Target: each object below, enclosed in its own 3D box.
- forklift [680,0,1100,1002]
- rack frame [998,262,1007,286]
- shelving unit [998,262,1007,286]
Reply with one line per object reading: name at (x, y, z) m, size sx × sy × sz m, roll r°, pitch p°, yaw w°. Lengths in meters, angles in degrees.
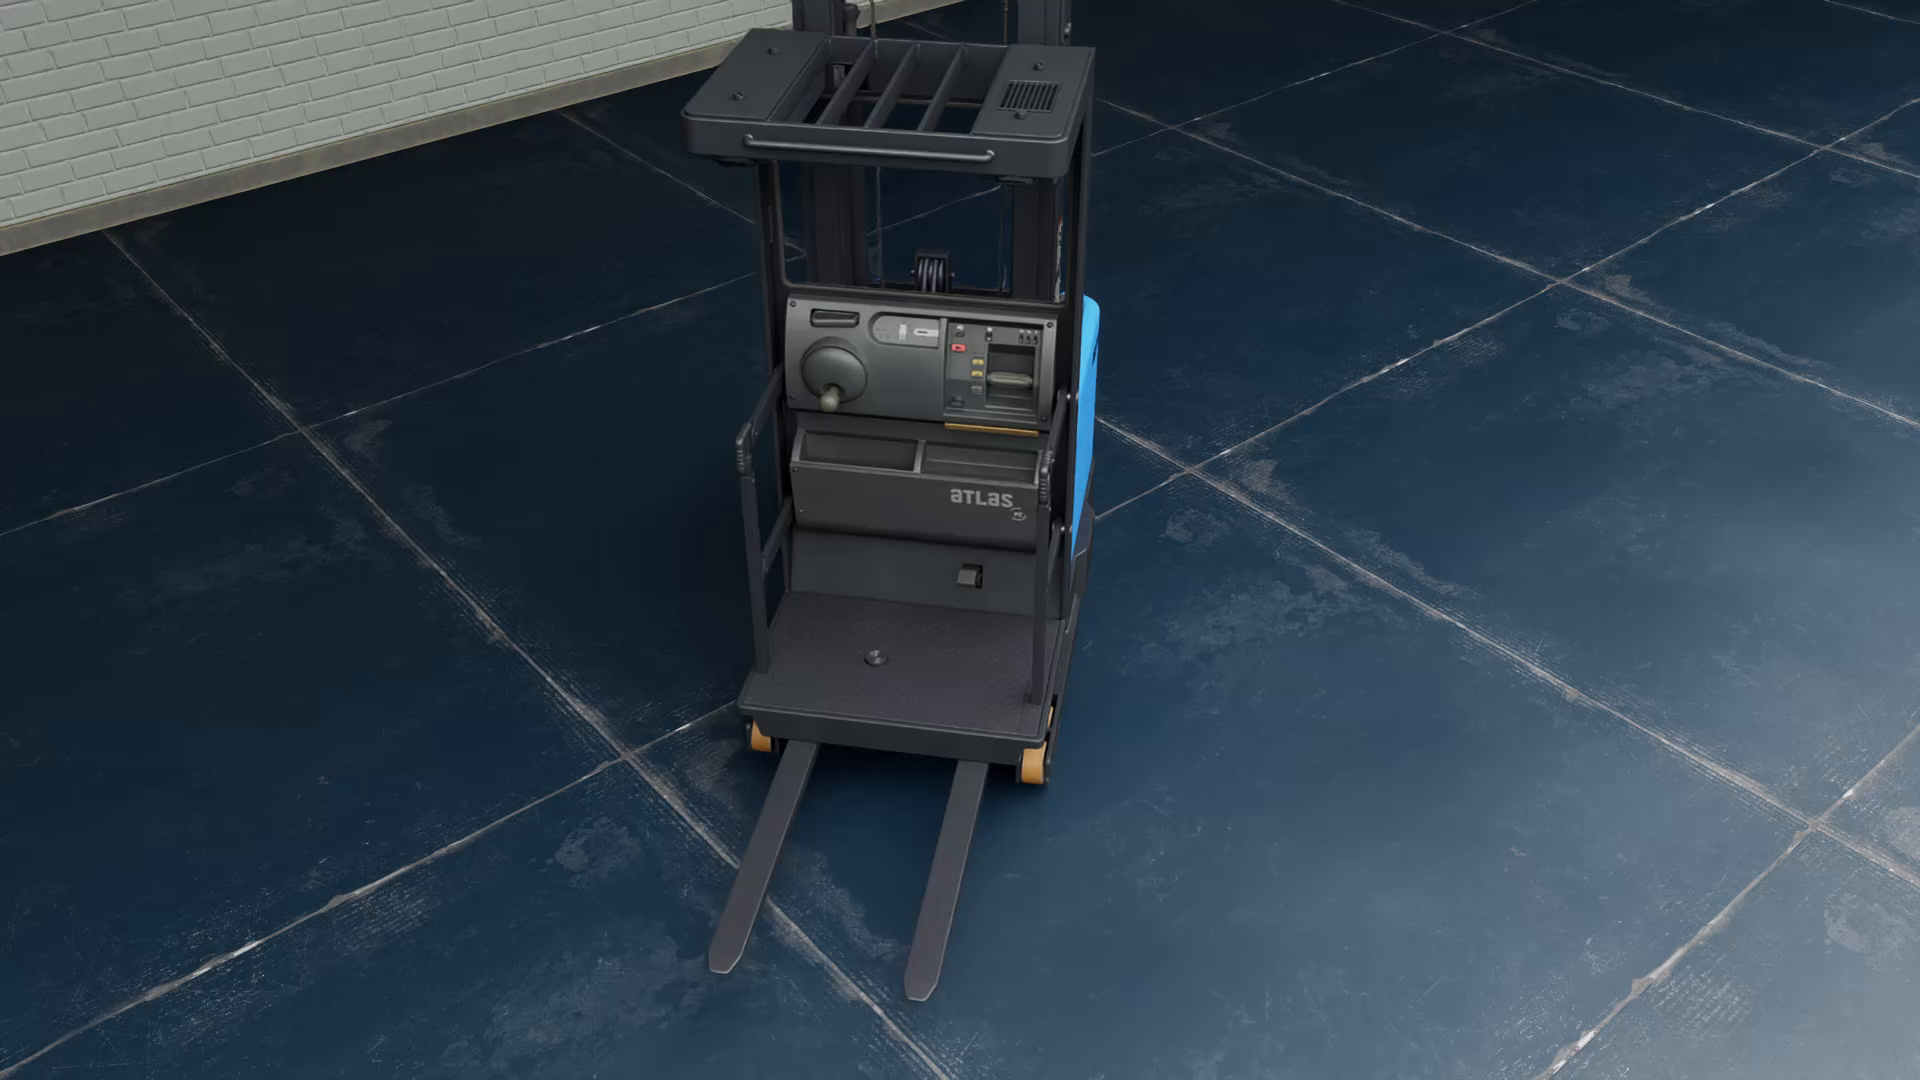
forklift at (-0.172, -0.541, 5.477) m, size 1.130 × 2.935 × 3.031 m, roll 6°, pitch 36°, yaw 8°
rack frame at (0.179, -0.700, 7.329) m, size 0.008 × 1.050 × 0.200 m, roll 6°, pitch 35°, yaw 8°
shelving unit at (0.059, -0.712, 7.346) m, size 0.252 × 1.050 × 0.215 m, roll 6°, pitch 35°, yaw 8°
